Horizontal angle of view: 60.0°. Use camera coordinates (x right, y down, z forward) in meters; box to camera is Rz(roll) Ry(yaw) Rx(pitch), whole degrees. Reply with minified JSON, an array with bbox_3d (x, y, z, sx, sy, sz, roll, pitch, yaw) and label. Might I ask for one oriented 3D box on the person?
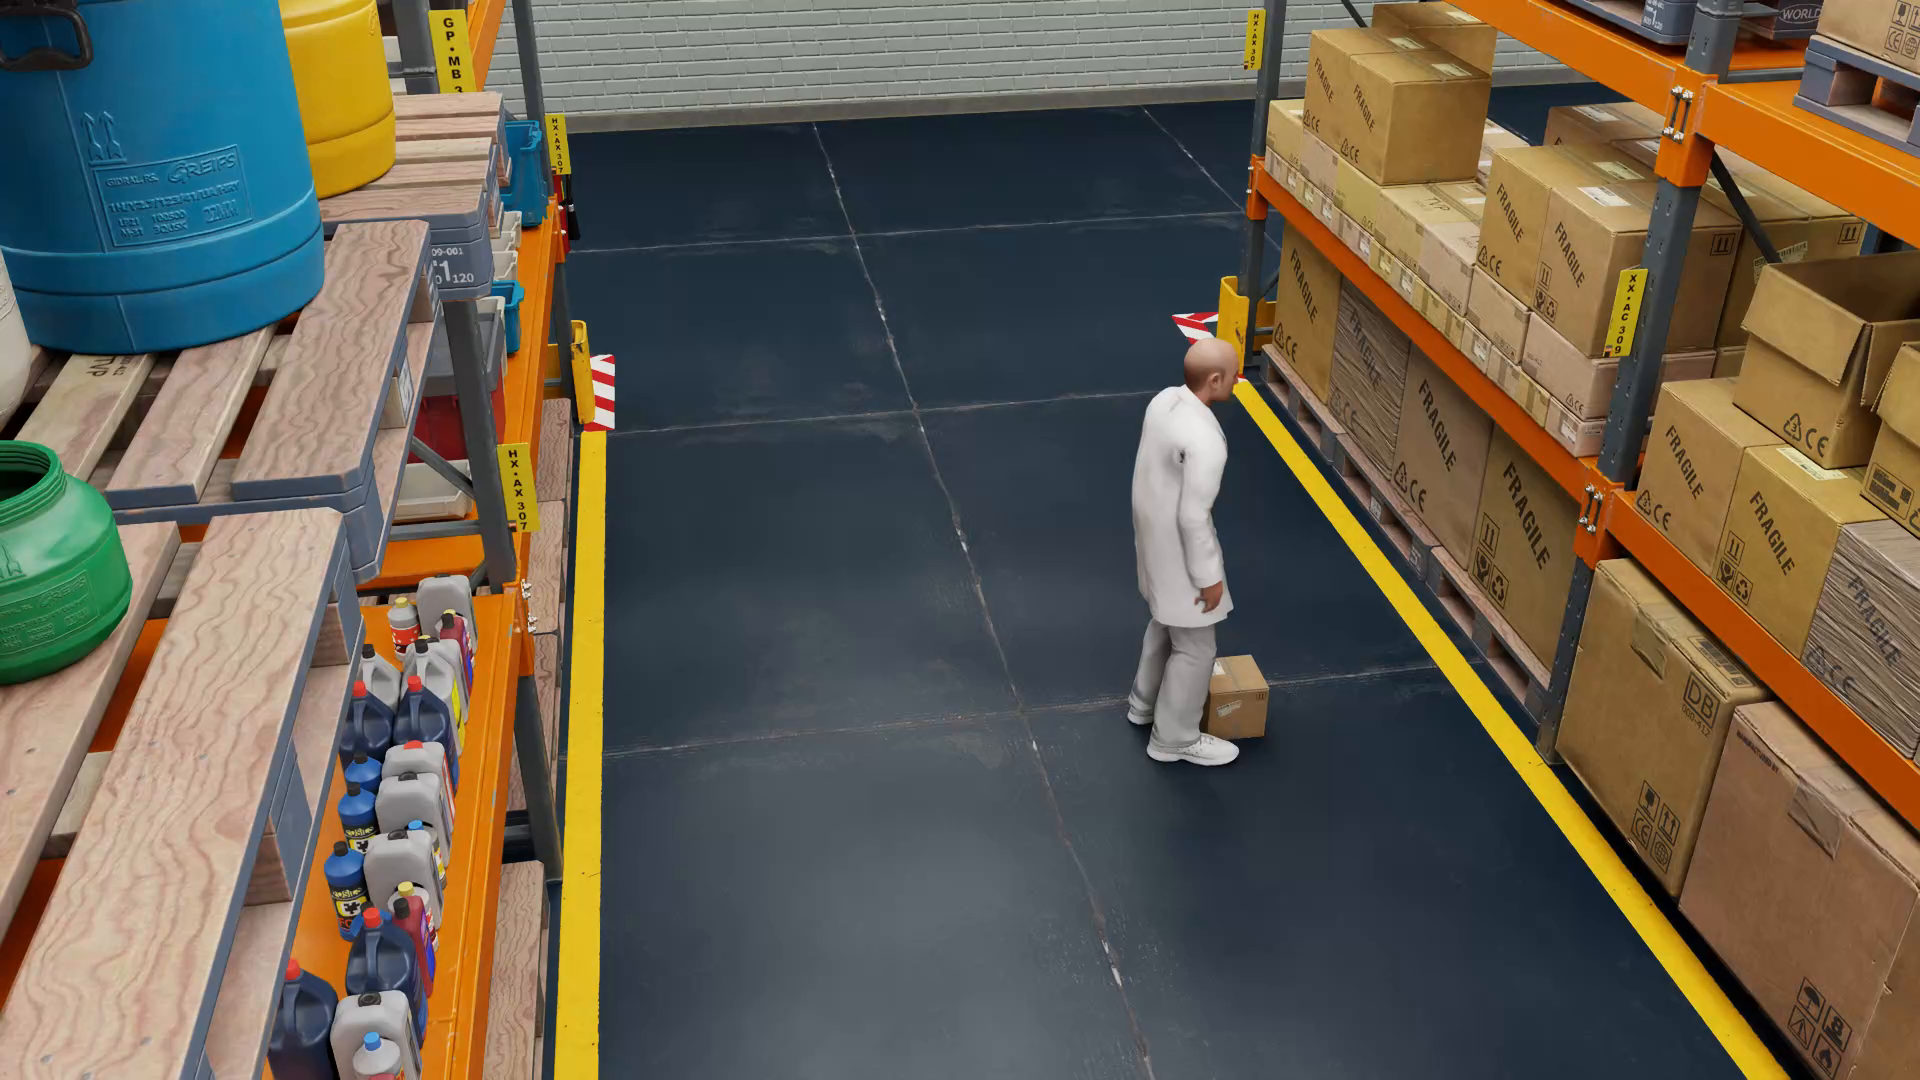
[{"bbox_3d":[0.893,0.038,6.581,0.427,1.773,0.641,-5,31,-9],"label":"person"}]
